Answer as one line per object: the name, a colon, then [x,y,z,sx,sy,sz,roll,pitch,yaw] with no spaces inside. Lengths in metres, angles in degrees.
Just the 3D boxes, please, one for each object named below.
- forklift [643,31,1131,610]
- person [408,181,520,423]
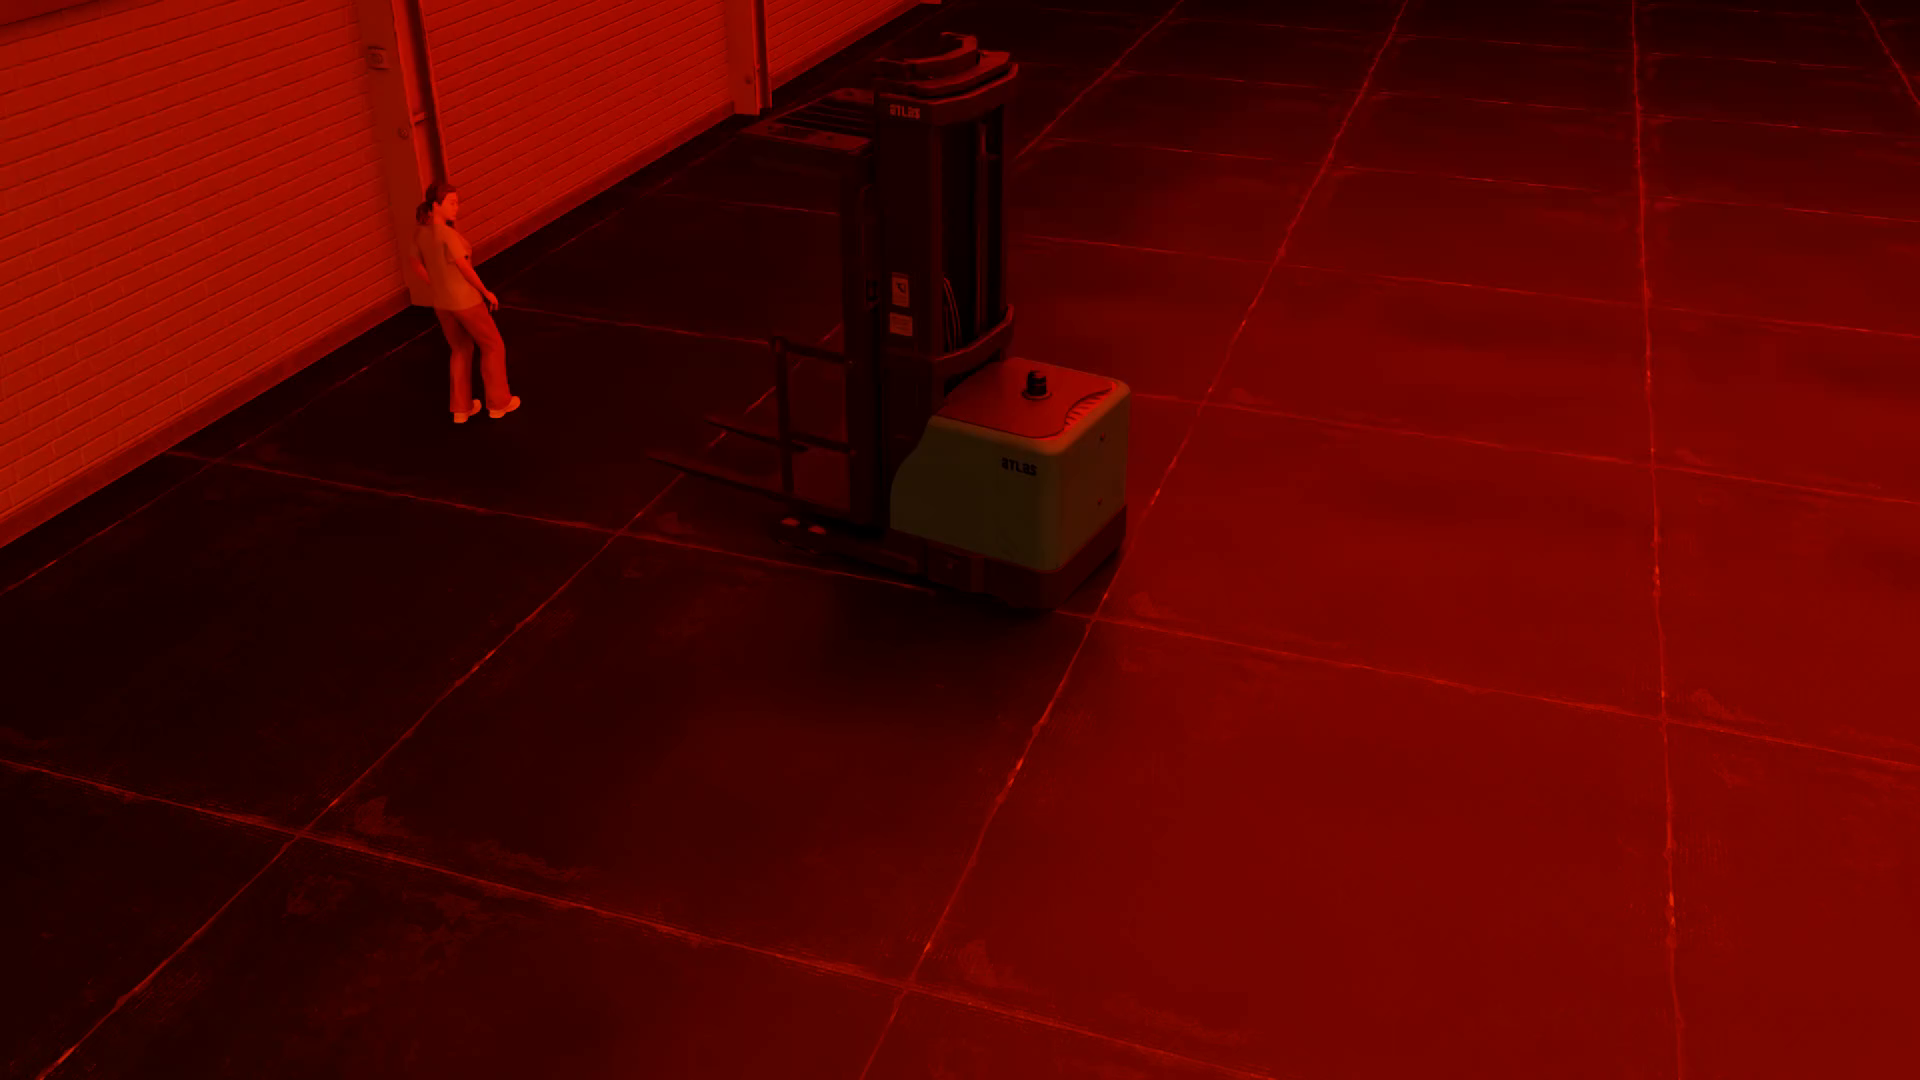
forklift: [-0.545,-1.401,9.595,3.031,2.935,1.130,16,33,25]
person: [-3.373,-1.615,11.269,0.660,1.650,0.481,15,33,24]
